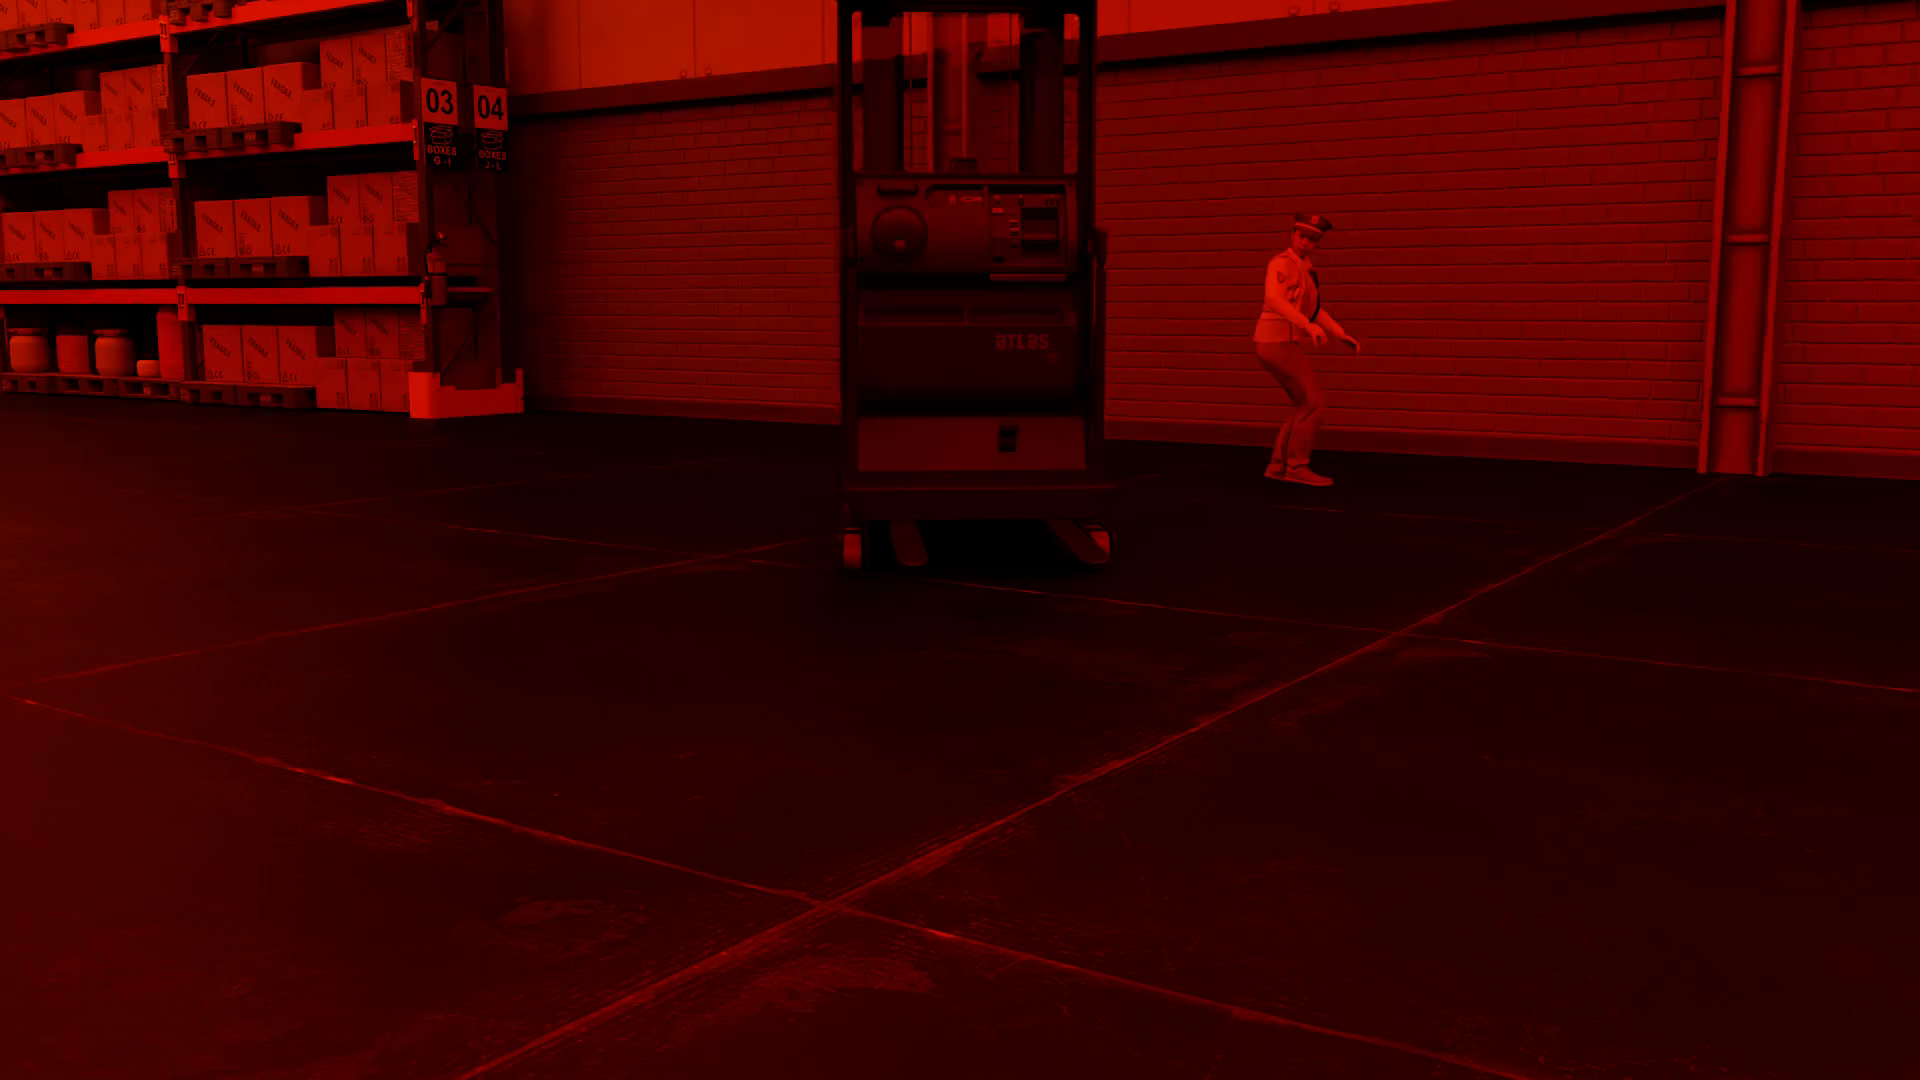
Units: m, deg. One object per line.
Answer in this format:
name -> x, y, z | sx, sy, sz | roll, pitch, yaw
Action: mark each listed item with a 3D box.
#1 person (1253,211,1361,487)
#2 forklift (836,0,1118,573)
person -> 2.044, -1.112, 9.839 | 0.593, 1.635, 0.730 | 3, 9, 20
forklift -> 0.046, -1.365, 6.794 | 1.130, 2.935, 3.031 | -1, 8, -4
